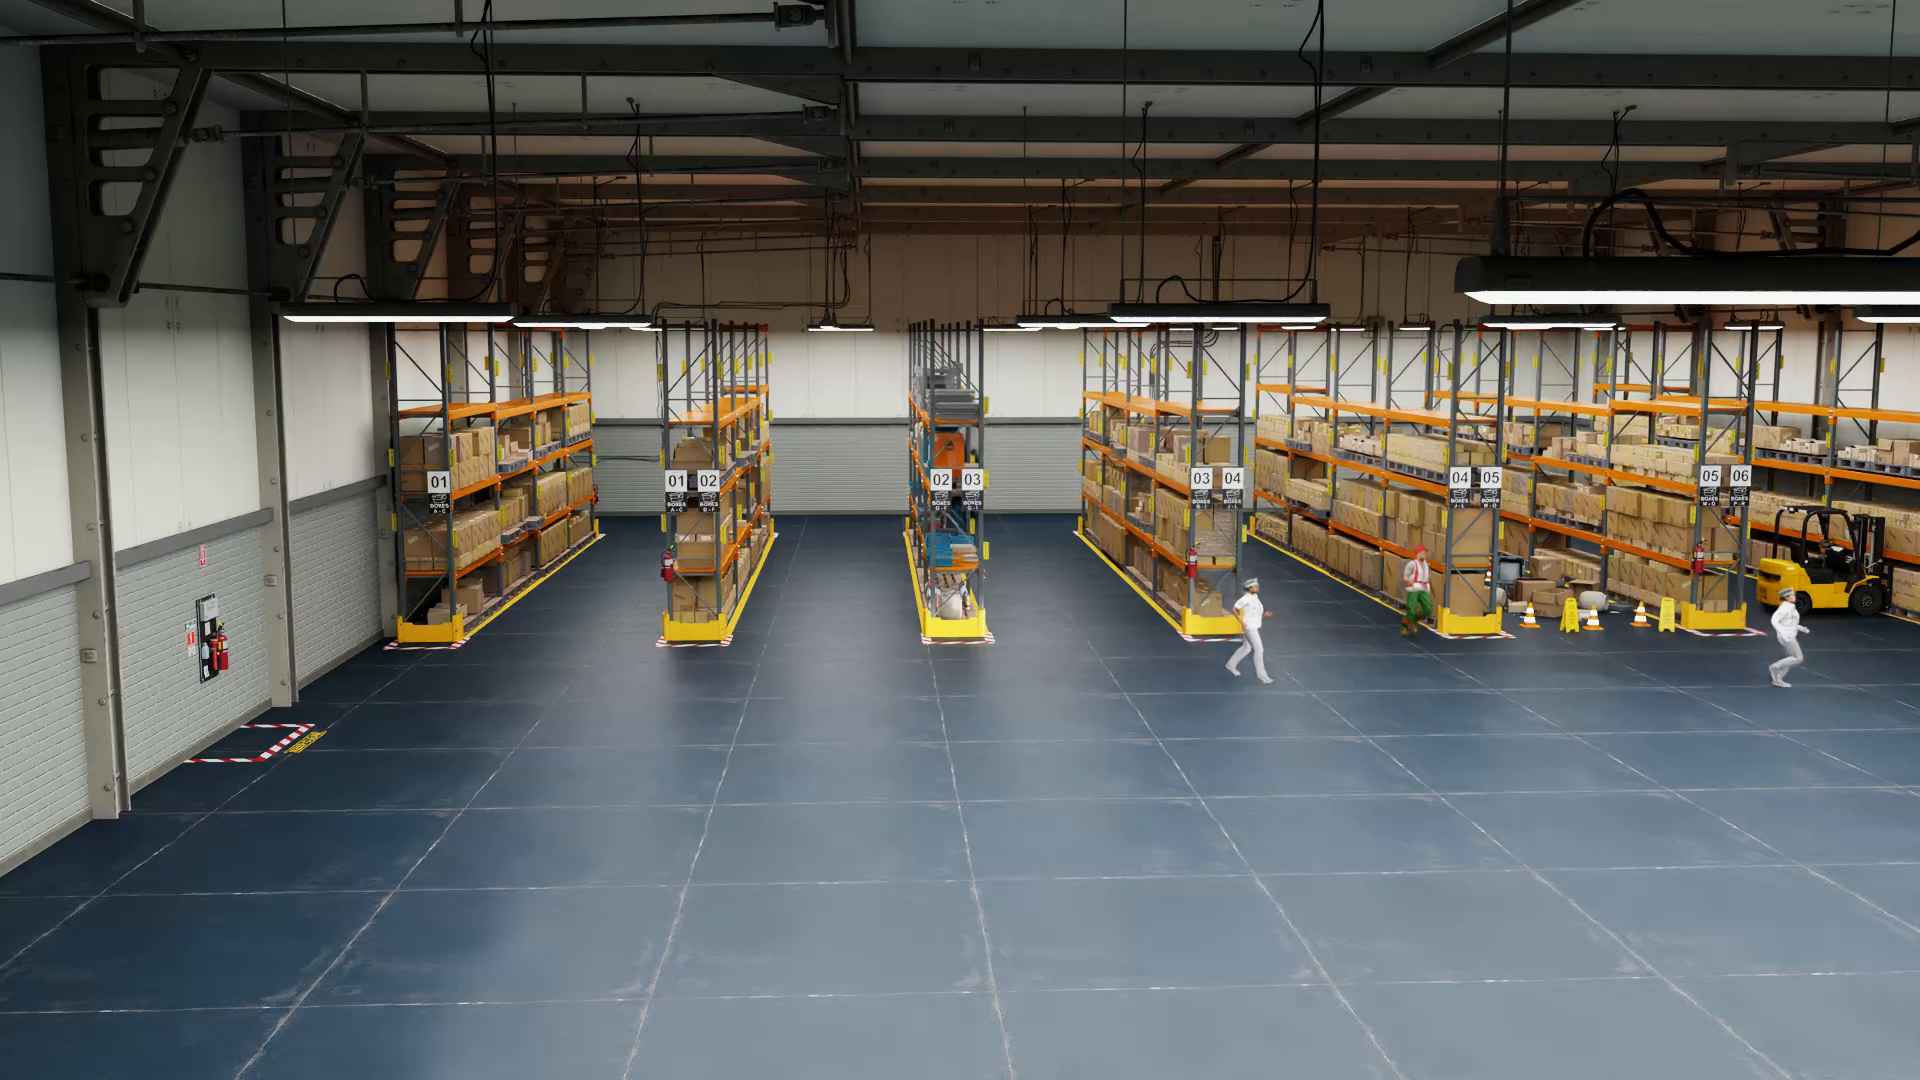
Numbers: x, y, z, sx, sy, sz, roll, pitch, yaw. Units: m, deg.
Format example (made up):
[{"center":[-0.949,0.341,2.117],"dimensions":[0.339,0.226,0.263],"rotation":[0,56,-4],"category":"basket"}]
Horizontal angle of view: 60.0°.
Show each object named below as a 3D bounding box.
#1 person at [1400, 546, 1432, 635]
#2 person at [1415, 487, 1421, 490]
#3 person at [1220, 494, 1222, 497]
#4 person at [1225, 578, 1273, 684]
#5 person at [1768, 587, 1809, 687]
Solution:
[{"center":[8.706,0.963,31.500],"dimensions":[0.700,1.718,0.602],"rotation":[-3,8,-24],"category":"person"},{"center":[13.676,-1.221,49.566],"dimensions":[0.595,1.679,0.818],"rotation":[2,7,19],"category":"person"},{"center":[7.727,-1.032,48.394],"dimensions":[0.777,1.582,0.571],"rotation":[-5,9,-37],"category":"person"},{"center":[4.808,1.479,27.518],"dimensions":[0.853,1.720,0.566],"rotation":[4,8,27],"category":"person"},{"center":[13.475,1.576,27.005],"dimensions":[0.540,1.656,0.608],"rotation":[5,9,35],"category":"person"}]
